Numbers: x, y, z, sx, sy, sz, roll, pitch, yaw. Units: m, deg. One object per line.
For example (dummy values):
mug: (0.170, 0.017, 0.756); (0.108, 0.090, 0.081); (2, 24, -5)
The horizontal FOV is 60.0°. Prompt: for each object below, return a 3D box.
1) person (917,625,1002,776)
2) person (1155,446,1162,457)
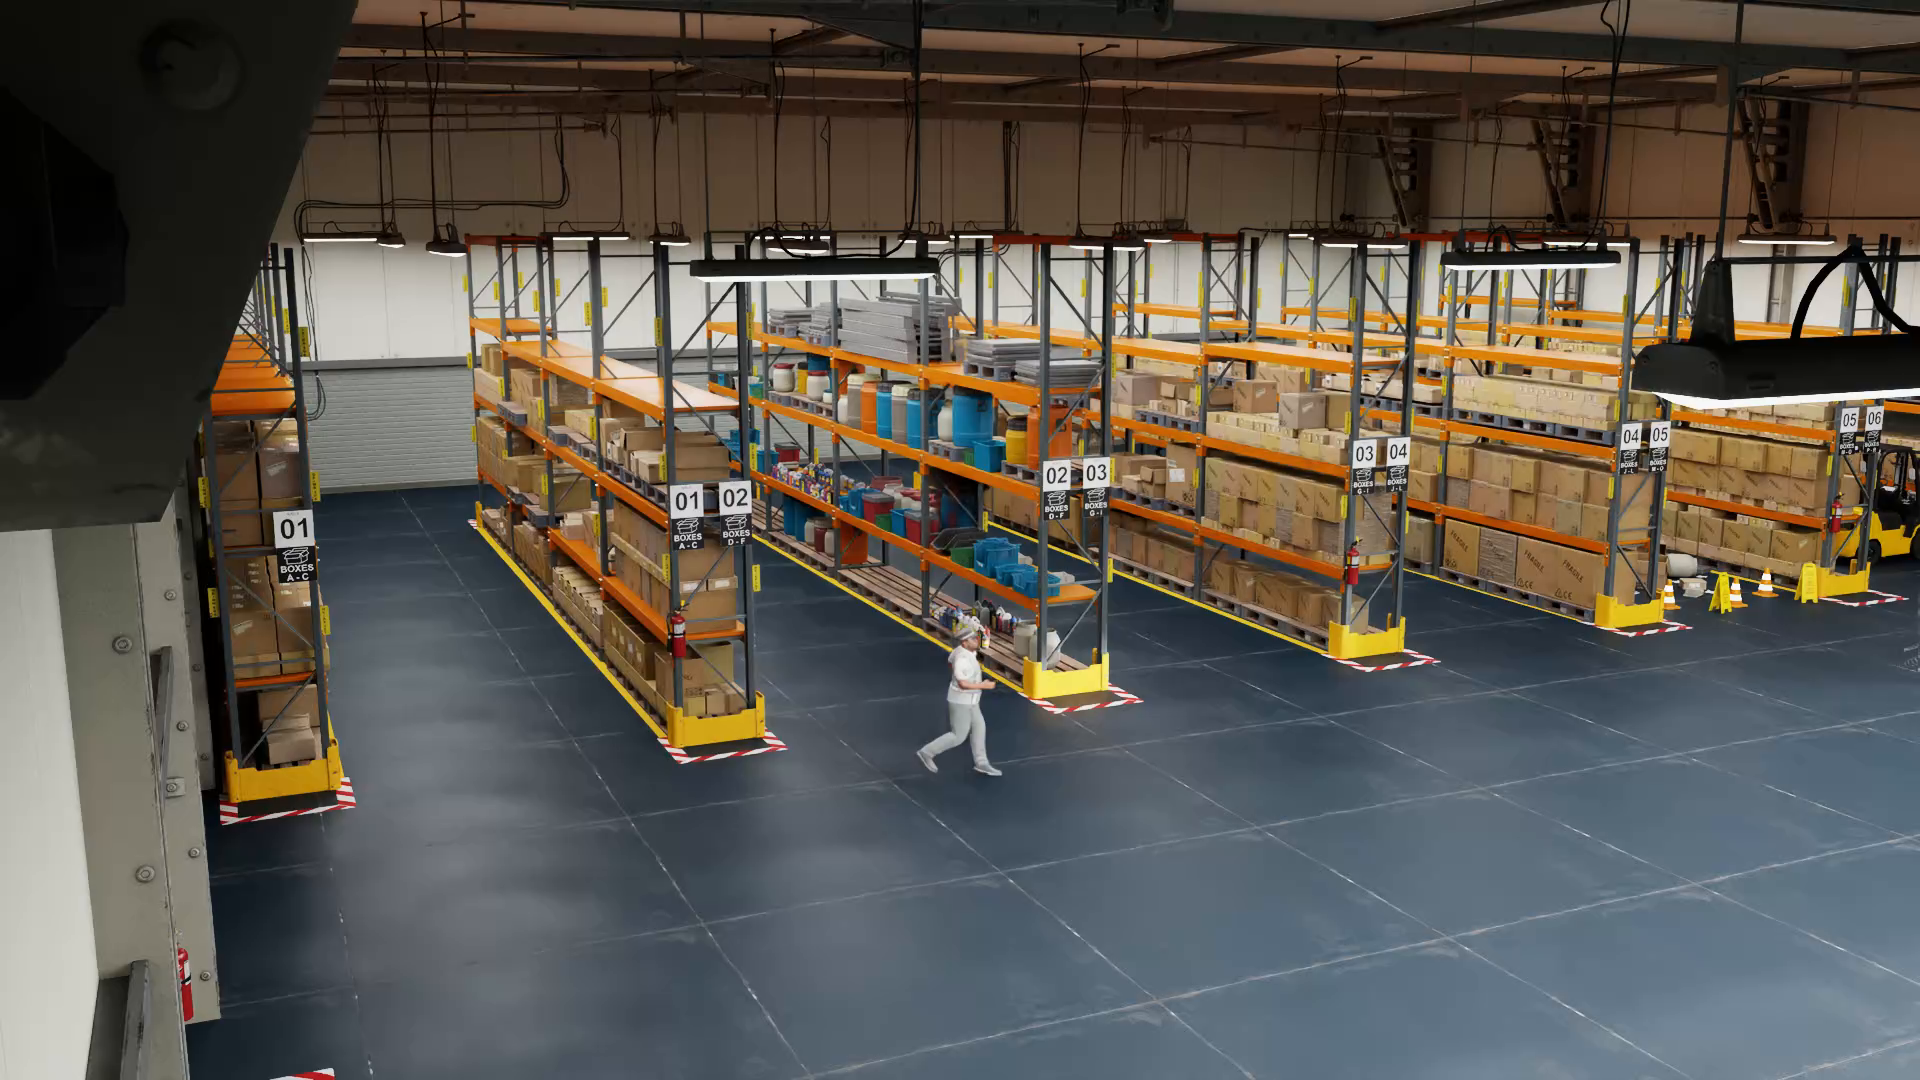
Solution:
person: (-0.002, 1.844, 19.003); (0.969, 1.796, 0.672); (1, 11, 3)
person: (5.114, -2.438, 41.563); (0.614, 1.619, 0.617); (10, 15, 42)
